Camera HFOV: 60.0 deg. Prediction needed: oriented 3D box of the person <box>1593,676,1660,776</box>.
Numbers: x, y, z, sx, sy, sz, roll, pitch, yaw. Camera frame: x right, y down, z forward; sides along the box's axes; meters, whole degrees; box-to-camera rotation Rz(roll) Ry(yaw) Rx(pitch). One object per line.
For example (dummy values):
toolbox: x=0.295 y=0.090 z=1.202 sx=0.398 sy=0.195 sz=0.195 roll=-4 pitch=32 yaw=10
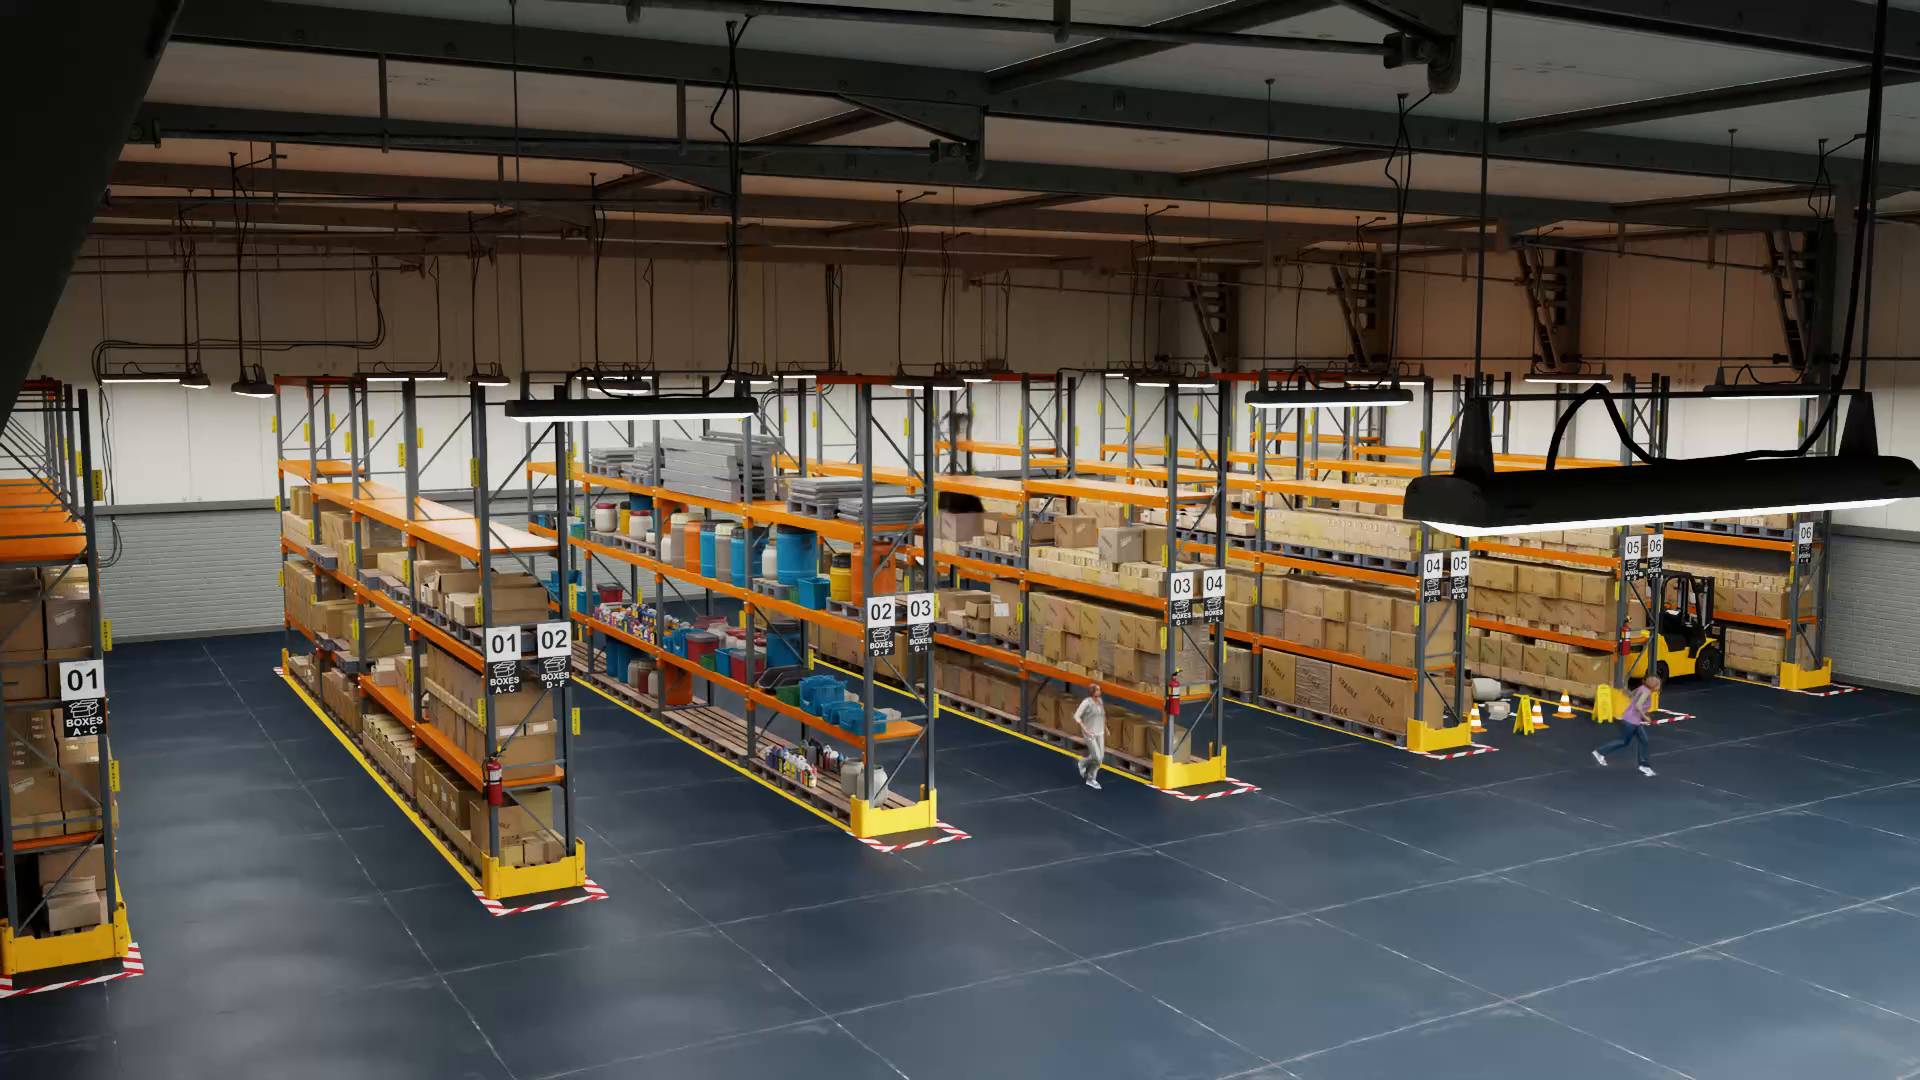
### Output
person: x=10.175 y=2.818 z=25.399 sx=0.915 sy=1.547 sz=0.571 roll=2 pitch=6 yaw=15

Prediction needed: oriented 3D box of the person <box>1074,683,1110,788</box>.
person: x=1.946 y=2.880 z=24.577 sx=0.538 sy=1.566 sz=0.500 roll=-5 pitch=8 yaw=-39

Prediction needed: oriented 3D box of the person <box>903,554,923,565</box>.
person: x=-1.215 y=0.940 z=41.185 sx=0.723 sy=1.785 sz=0.916 roll=4 pitch=7 yaw=33

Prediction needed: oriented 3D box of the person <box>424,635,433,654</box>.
person: x=-10.746 y=1.831 z=33.281 sx=0.723 sy=1.748 sz=0.647 roll=-5 pitch=8 yaw=-36
